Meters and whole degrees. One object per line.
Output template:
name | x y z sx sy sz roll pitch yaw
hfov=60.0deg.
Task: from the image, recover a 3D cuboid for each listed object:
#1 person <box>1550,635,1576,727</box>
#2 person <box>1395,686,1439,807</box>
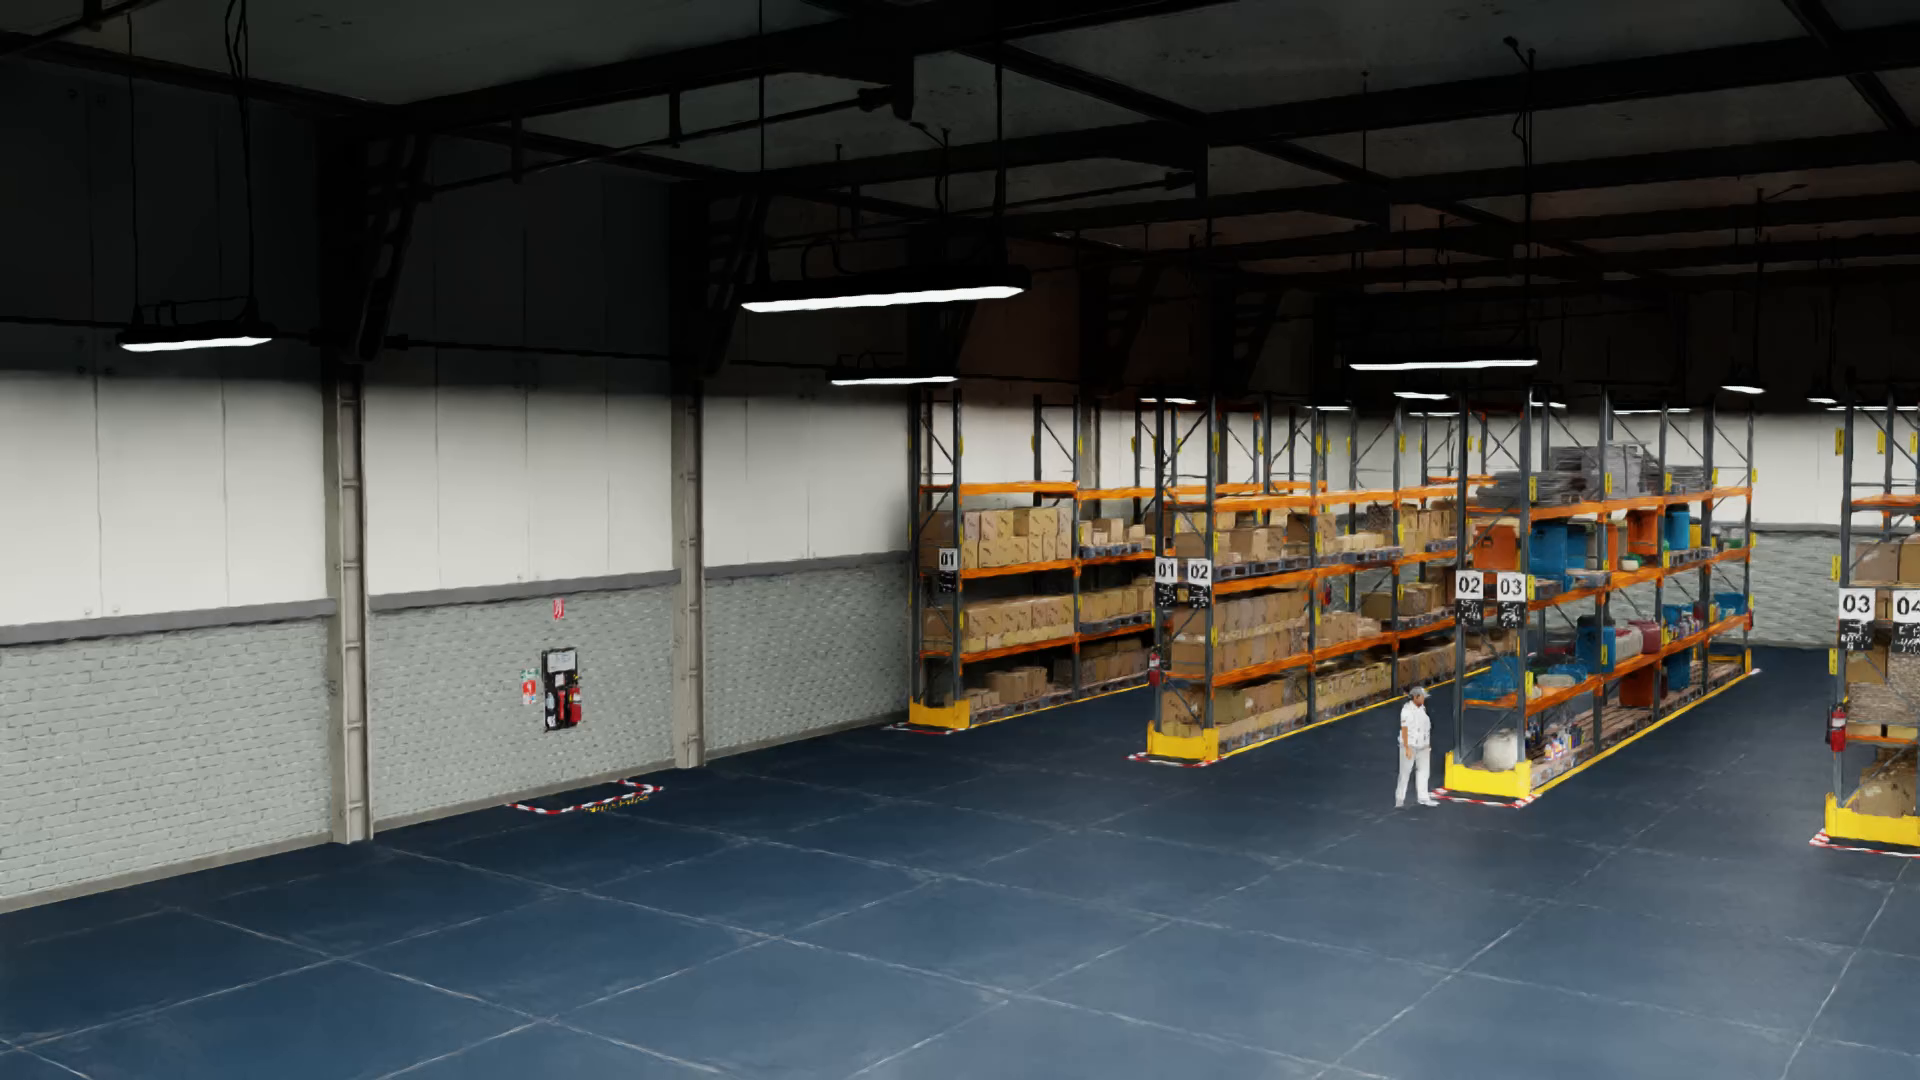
person | 10.224 2.405 28.190 0.435 1.595 0.495 1 4 23
person | 6.295 2.848 23.029 0.606 1.668 0.421 -2 4 -33
